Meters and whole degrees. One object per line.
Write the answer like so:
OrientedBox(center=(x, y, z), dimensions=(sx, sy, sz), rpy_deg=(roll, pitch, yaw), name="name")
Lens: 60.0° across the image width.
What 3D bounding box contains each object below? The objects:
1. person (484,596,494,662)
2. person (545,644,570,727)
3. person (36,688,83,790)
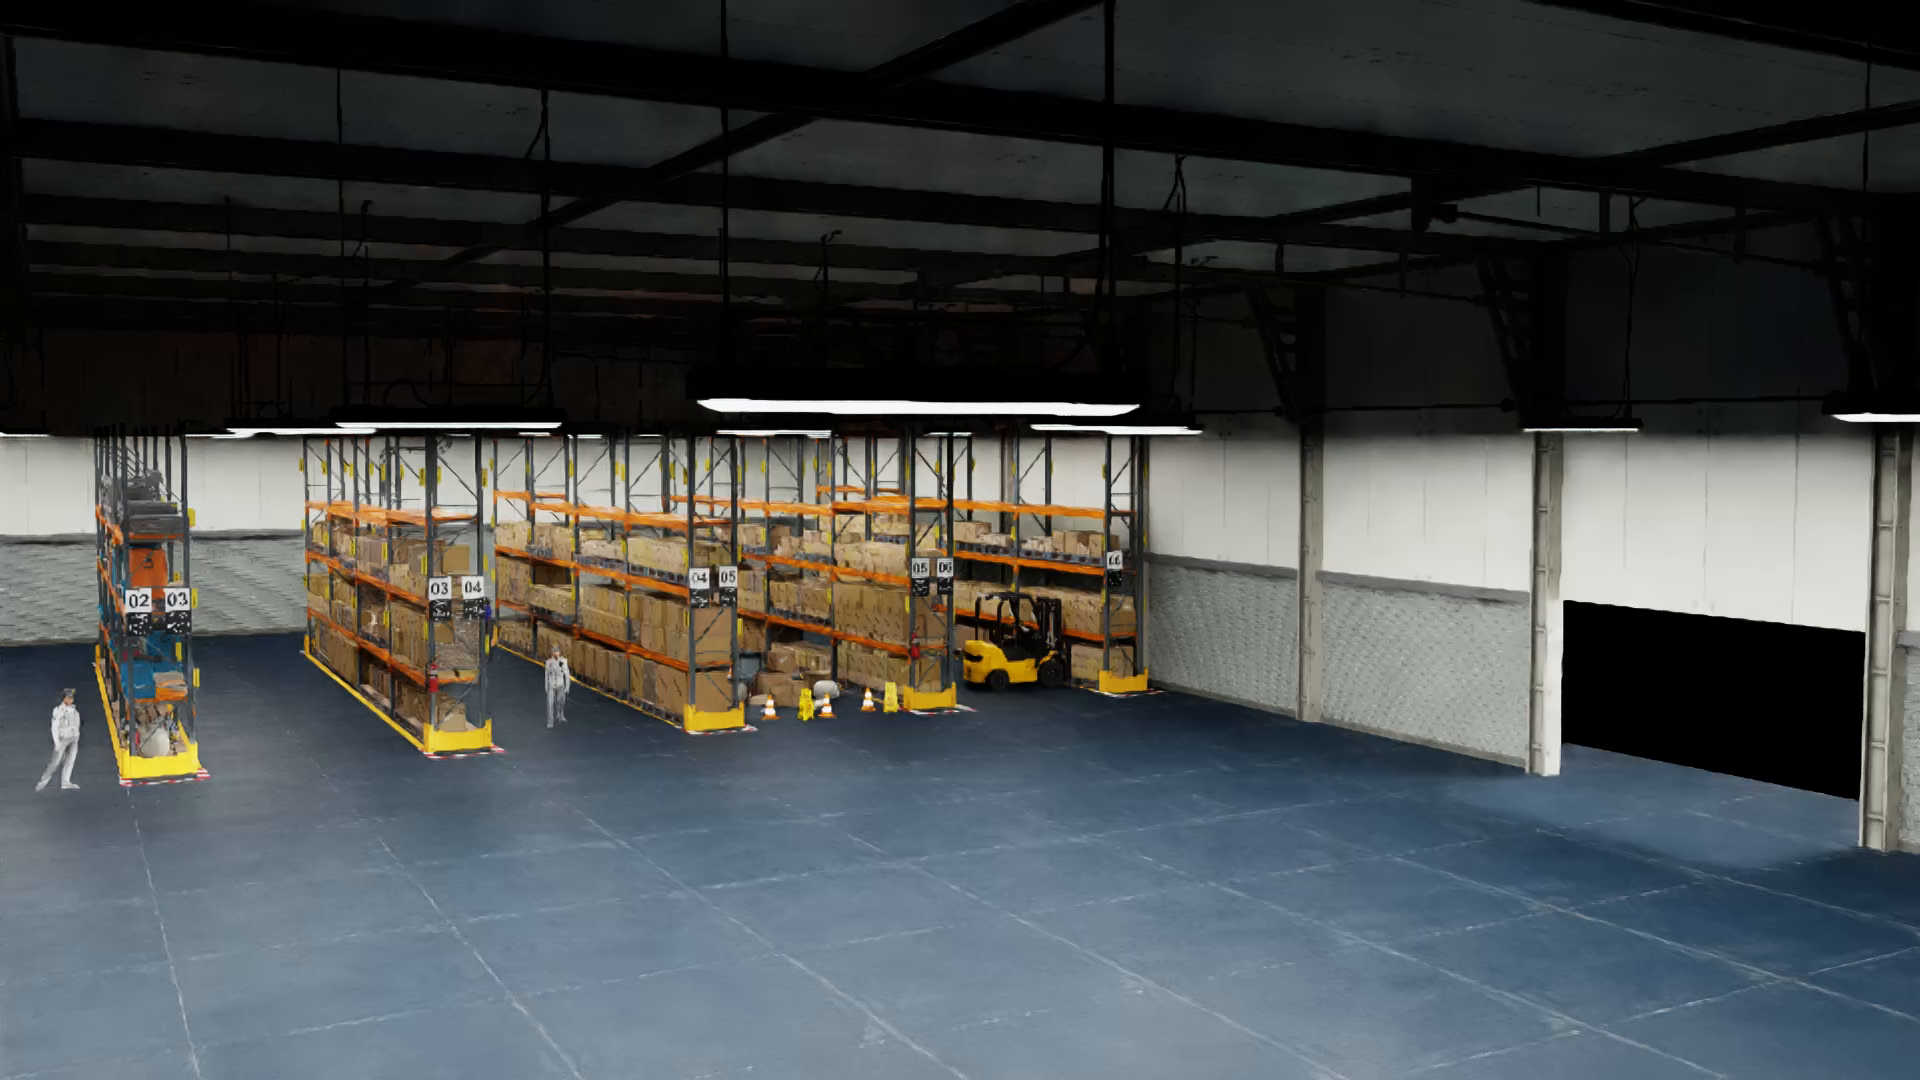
OrientedBox(center=(-12.237, 2.297, 43.005), dimensions=(0.371, 1.700, 0.490), rpy_deg=(-1, 4, -13), name="person")
OrientedBox(center=(-8.060, 2.880, 33.295), dimensions=(0.507, 1.636, 0.901), rpy_deg=(-1, 4, -12), name="person")
OrientedBox(center=(-14.672, 3.253, 27.085), dimensions=(0.479, 1.663, 0.668), rpy_deg=(1, 4, 20), name="person")
